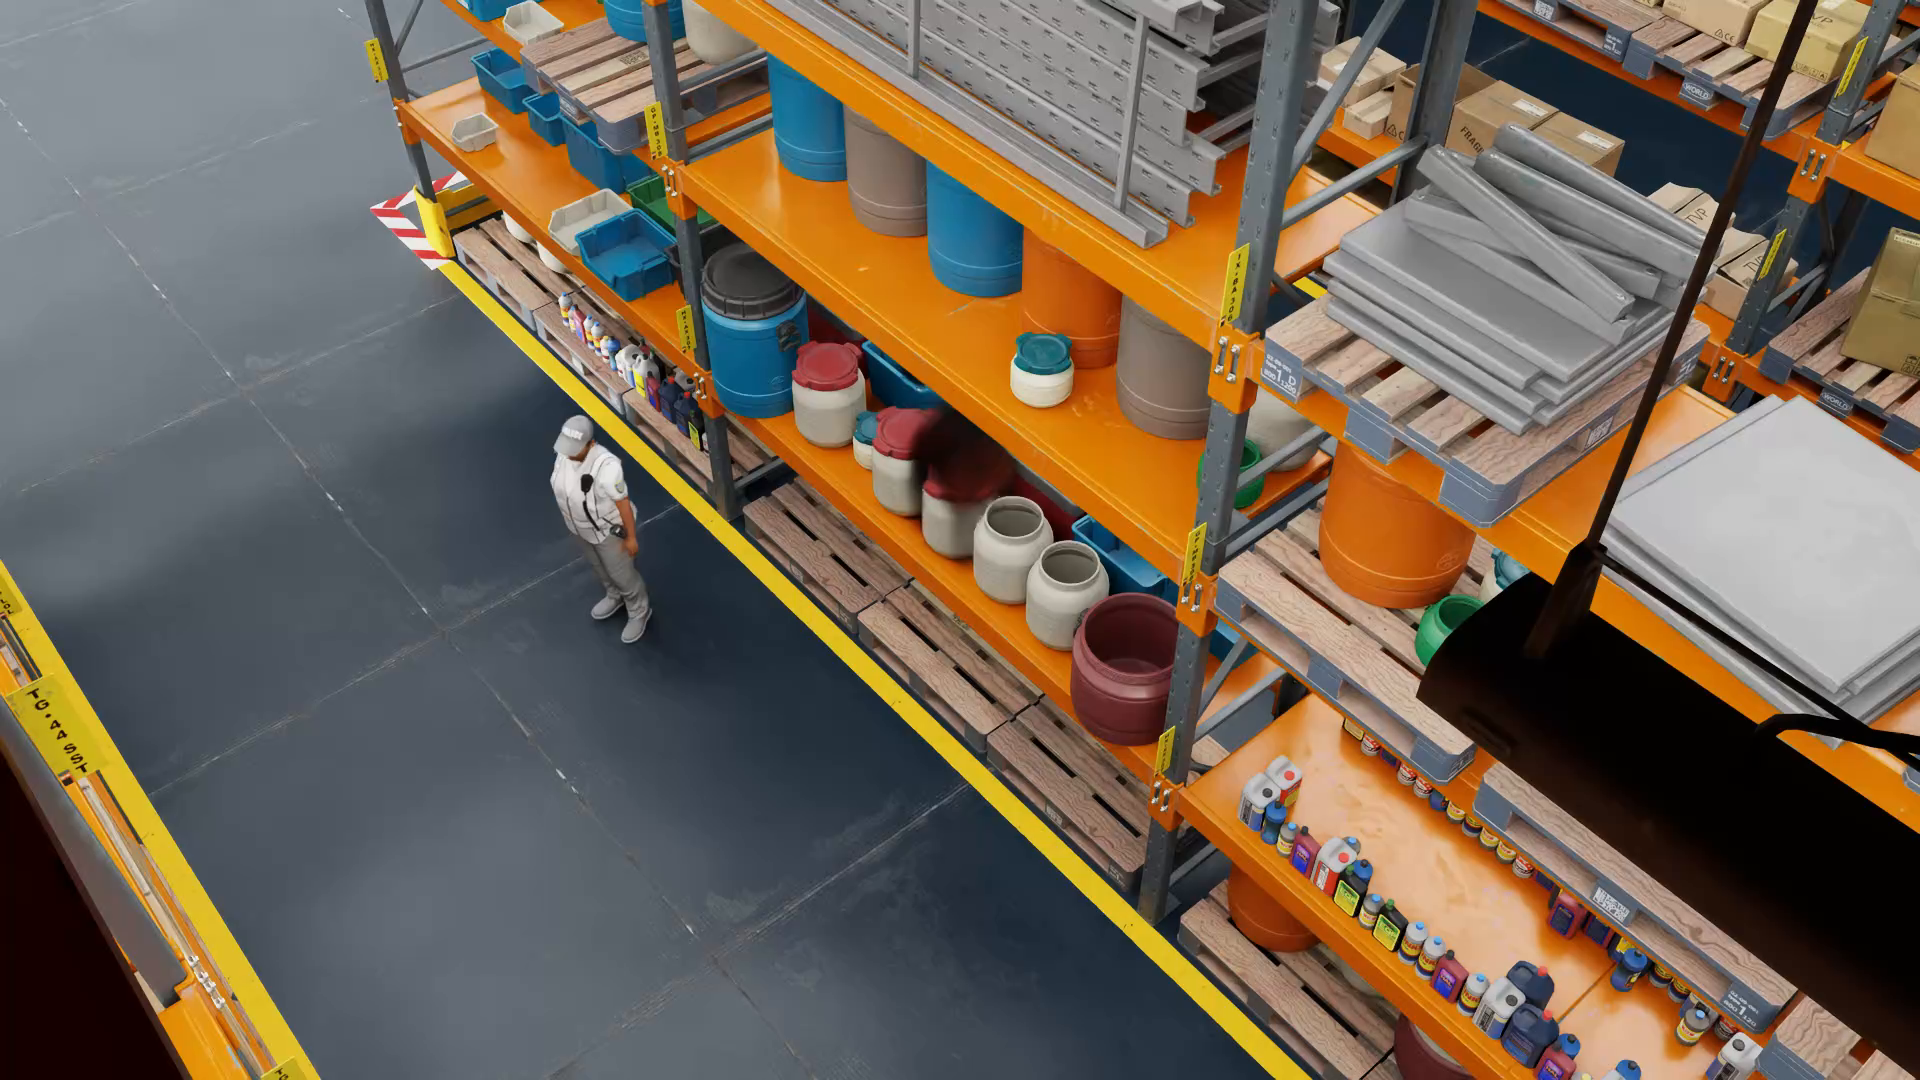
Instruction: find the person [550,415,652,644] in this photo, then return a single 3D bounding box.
[{"bbox_3d":[-2.151,-0.100,9.928,0.547,1.669,0.386,30,53,25],"label":"person"}]
